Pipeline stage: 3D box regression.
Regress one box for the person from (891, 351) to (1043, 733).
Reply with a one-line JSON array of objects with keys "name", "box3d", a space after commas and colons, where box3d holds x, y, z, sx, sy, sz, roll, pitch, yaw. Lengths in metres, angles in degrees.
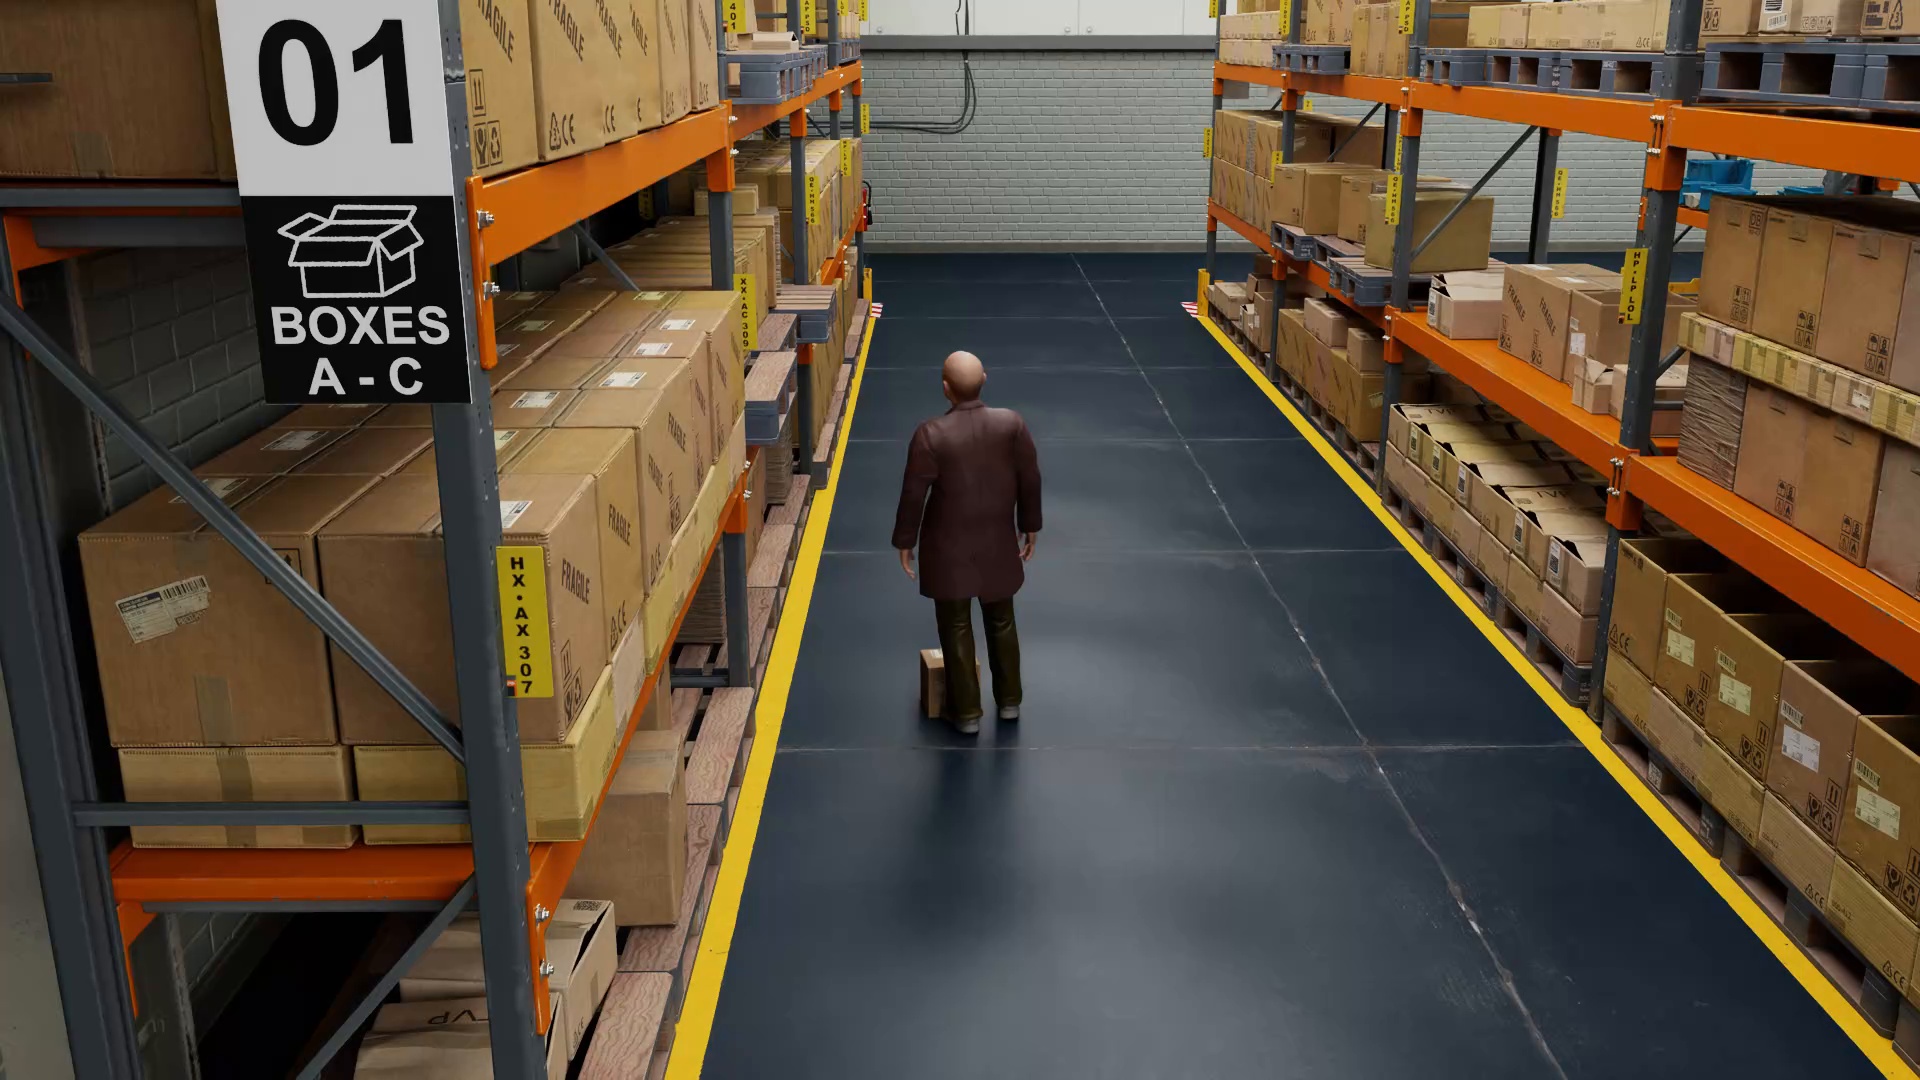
[{"name": "person", "box3d": [0.018, -0.008, 7.562, 0.698, 1.777, 0.581, -4, 17, -12]}]
